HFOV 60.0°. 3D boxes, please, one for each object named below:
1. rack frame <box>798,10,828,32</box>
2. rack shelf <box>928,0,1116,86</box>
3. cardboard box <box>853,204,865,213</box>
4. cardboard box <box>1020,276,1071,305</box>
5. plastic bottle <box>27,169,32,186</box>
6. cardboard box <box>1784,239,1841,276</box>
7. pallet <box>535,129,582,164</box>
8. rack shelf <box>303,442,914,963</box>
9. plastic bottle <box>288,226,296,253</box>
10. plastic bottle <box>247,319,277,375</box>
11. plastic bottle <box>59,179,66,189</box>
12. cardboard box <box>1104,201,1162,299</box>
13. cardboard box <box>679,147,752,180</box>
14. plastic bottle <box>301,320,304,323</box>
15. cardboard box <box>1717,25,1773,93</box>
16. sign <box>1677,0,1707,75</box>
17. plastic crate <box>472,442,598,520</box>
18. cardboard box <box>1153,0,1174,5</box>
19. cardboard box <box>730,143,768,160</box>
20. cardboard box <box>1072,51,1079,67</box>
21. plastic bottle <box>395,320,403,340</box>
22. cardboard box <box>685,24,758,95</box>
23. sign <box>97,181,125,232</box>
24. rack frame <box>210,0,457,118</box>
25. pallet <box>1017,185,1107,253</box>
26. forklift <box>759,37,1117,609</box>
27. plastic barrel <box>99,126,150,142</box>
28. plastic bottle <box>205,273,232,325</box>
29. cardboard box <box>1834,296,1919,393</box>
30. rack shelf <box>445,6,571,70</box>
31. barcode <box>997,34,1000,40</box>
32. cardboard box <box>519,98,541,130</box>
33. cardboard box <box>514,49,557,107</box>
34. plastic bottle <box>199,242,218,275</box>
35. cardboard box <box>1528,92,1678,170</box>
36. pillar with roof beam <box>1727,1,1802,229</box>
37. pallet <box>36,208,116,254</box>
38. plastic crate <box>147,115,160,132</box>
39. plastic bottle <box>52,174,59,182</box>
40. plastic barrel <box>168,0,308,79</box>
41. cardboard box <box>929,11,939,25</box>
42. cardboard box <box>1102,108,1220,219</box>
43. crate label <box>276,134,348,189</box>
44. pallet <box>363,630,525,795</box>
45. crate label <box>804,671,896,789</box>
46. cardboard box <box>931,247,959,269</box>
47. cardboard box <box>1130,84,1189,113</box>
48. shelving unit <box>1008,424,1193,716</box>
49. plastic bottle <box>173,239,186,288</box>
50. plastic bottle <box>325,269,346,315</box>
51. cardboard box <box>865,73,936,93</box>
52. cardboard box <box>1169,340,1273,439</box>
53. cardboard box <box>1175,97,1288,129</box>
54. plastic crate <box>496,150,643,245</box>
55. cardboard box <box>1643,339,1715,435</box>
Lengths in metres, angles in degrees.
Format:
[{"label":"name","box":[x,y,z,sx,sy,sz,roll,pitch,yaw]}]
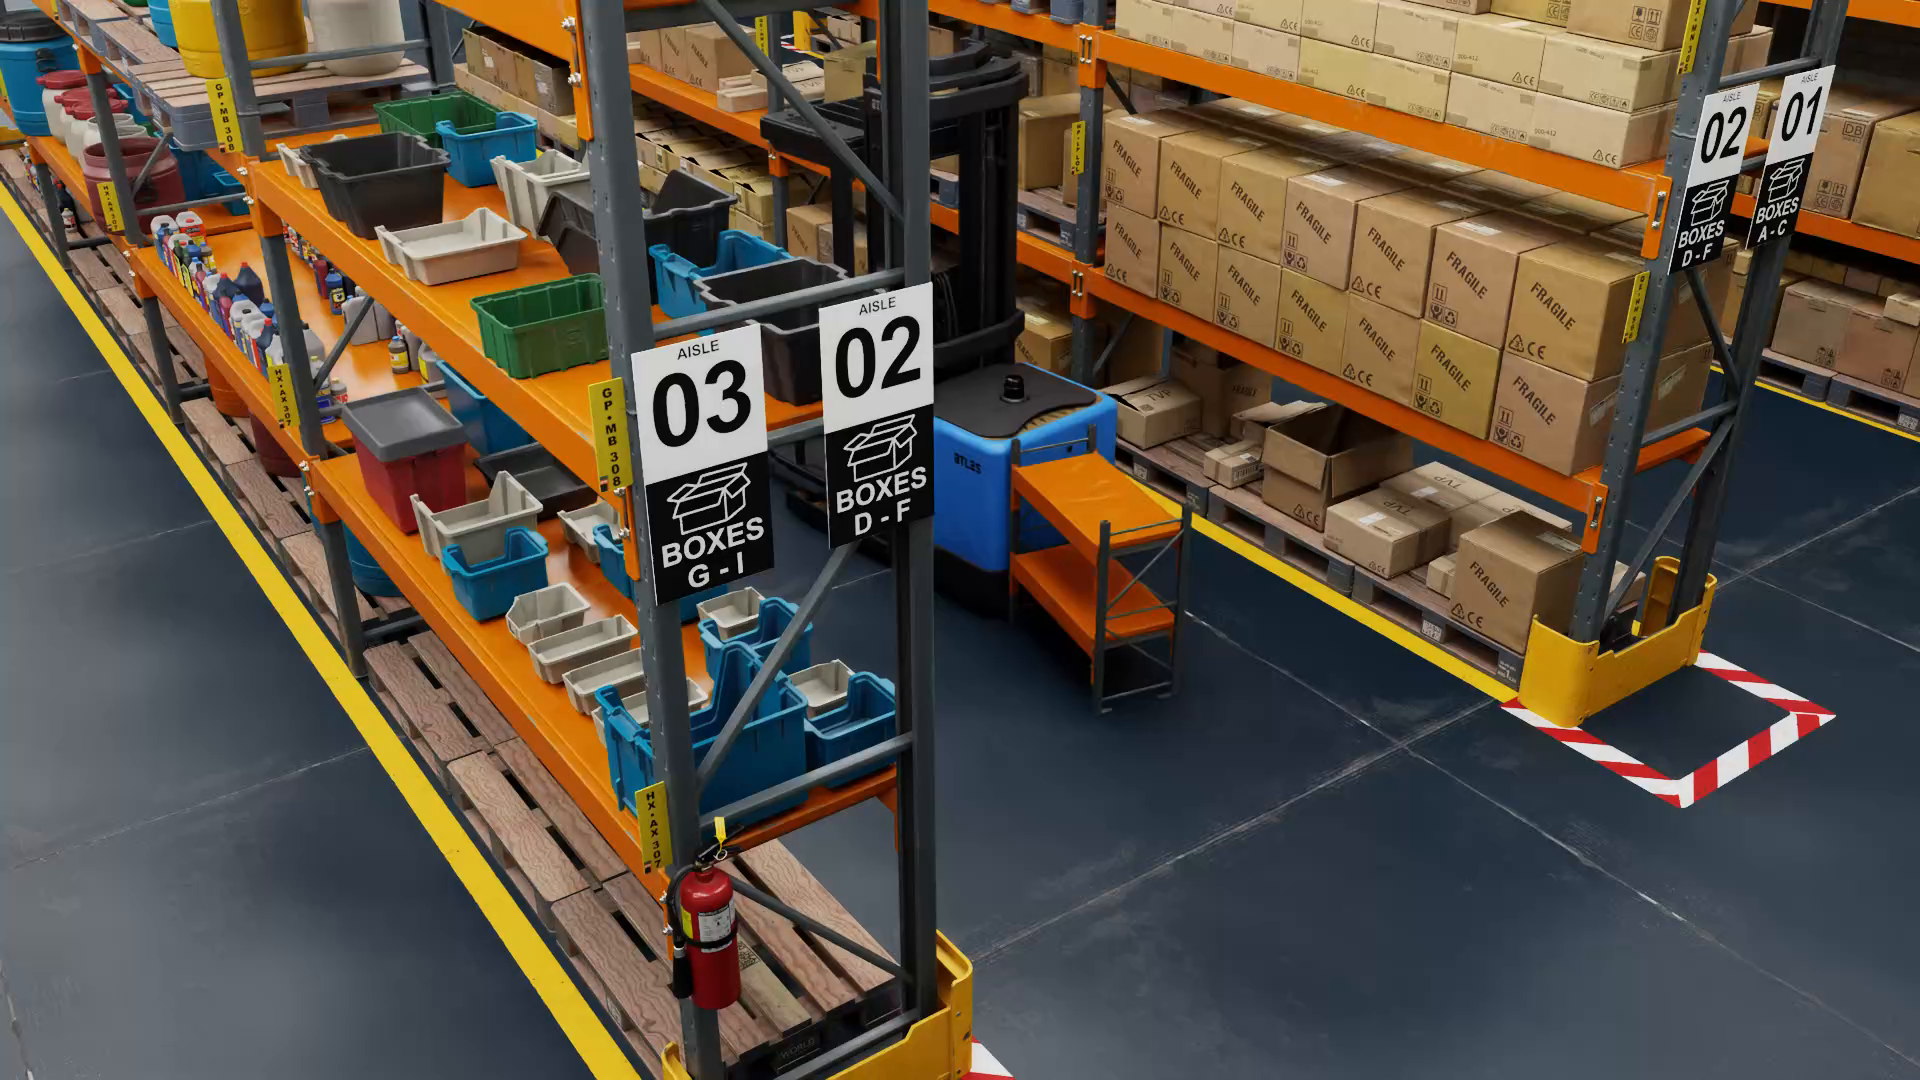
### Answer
[{"label":"rack frame","box":[-1.738,-8.138,22.091,1.000,3.000,0.127,-19,34,-31]},{"label":"rack shelf","box":[0.029,-3.880,11.861,1.077,0.370,4.000,-19,34,-31]},{"label":"cardboard box","box":[-1.196,-2.916,14.918,0.500,0.250,0.500,-19,34,-31]},{"label":"cardboard box","box":[0.789,-1.655,12.312,0.500,0.500,0.500,-18,33,-30]},{"label":"plastic bottle","box":[-8.951,-3.528,16.073,0.097,0.201,0.097,0,29,0]},{"label":"cardboard box","box":[6.407,-2.131,12.530,0.380,0.149,0.250,-19,34,-31]},{"label":"pallet","box":[-3.878,-4.305,17.956,1.003,0.211,1.213,-19,34,-31]},{"label":"rack shelf","box":[-1.688,0.363,7.192,1.077,0.370,4.000,-19,34,-31]},{"label":"plastic bottle","box":[-4.400,-2.019,11.033,0.097,0.201,0.097,0,29,0]},{"label":"plastic bottle","box":[-3.844,-1.078,9.221,0.152,0.276,0.135,-19,34,-31]},{"label":"plastic bottle","box":[-8.327,-3.249,15.475,0.061,0.283,0.133,-19,34,-31]},{"label":"cardboard box","box":[1.263,-1.870,10.446,0.500,0.500,0.500,-18,33,-29]},{"label":"cardboard box","box":[-2.233,-3.410,15.240,0.500,0.311,0.500,-19,34,-31]},{"label":"plastic bottle","box":[-3.637,-1.087,9.160,0.144,0.351,0.185,-19,34,-31]},{"label":"cardboard box","box":[3.424,-2.289,7.811,0.500,0.250,0.500,-19,34,-31]},{"label":"sign","box":[3.046,-2.106,6.915,0.100,0.325,0.005,-19,34,-31]},{"label":"plastic crate","box":[-1.980,-0.275,7.839,0.437,0.125,0.590,-19,34,-31]},{"label":"cardboard box","box":[1.269,-3.314,9.700,0.500,0.250,0.500,-19,34,-31]},{"label":"cardboard box","box":[-1.801,-3.563,15.522,0.500,0.311,0.500,-20,34,-32]},{"label":"cardboard box","box":[1.585,-5.354,18.338,0.500,0.250,0.500,-20,34,-32]},{"label":"plastic bottle","box":[-3.176,-1.199,9.523,0.097,0.201,0.097,0,29,0]},{"label":"cardboard box","box":[-2.118,-4.347,15.006,0.500,0.500,0.500,-21,35,-33]},{"label":"sign","box":[-5.612,-2.202,10.990,0.100,0.325,0.005,-19,34,-31]},{"label":"rack frame","box":[-2.848,-3.367,7.020,1.000,3.000,0.127,-19,34,-31]},{"label":"pallet","box":[0.815,-2.357,11.647,1.003,0.211,1.213,-19,34,-31]},{"label":"forklift","box":[-0.450,-1.515,9.969,1.130,2.935,3.031,-24,36,-36]},{"label":"plastic barrel","box":[-5.939,-2.675,11.916,0.421,0.512,0.421,0,29,0]},{"label":"plastic bottle","box":[-4.376,-1.434,9.877,0.152,0.276,0.135,-19,34,-31]},{"label":"cardboard box","box":[6.765,-1.443,11.943,0.700,0.500,0.500,-19,34,-31]},{"label":"rack shelf","box":[-4.611,-5.671,18.304,1.077,0.370,4.000,-19,34,-31]},{"label":"barcode","box":[0.464,-6.095,20.152,0.001,0.075,0.075,-19,34,-31]},{"label":"cardboard box","box":[-4.482,-4.693,18.190,0.500,0.250,0.500,-19,34,-31]},{"label":"cardboard box","box":[-4.472,-5.027,18.018,0.500,0.500,0.500,-19,34,-31]},{"label":"plastic bottle","box":[-4.821,-1.802,10.633,0.097,0.201,0.097,0,29,0]},{"label":"cardboard box","box":[2.997,-1.924,7.664,0.500,0.250,0.500,-19,34,-31]},{"label":"pillar with roof beam","box":[2.826,-4.885,9.815,9.100,9.000,0.400,-19,34,-31]},{"label":"pallet","box":[-7.844,-2.888,15.346,1.003,0.211,1.213,-19,34,-31]},{"label":"plastic crate","box":[-5.856,-3.026,12.612,0.402,0.464,0.583,-19,34,-31]},{"label":"plastic bottle","box":[-8.486,-3.272,15.524,0.152,0.276,0.135,-18,33,-30]},{"label":"plastic barrel","box":[-3.543,-2.614,8.140,0.600,0.588,0.600,0,29,0]},{"label":"cardboard box","box":[-0.695,-6.418,21.083,0.700,0.500,0.500,-21,35,-34]},{"label":"cardboard box","box":[1.233,-2.322,10.231,0.500,0.500,0.500,-18,33,-29]},{"label":"crate label","box":[-2.799,-1.662,7.301,0.293,0.136,0.466,-19,34,-31]},{"label":"pallet","box":[-2.390,0.770,8.610,1.003,0.211,1.213,-19,34,-31]},{"label":"crate label","box":[-0.403,0.685,5.958,0.416,0.233,0.303,-19,34,-31]},{"label":"cardboard box","box":[-0.198,-1.894,12.753,0.500,0.500,0.500,-20,34,-32]},{"label":"cardboard box","box":[2.238,-4.621,17.773,0.700,0.500,0.500,-19,34,-31]},{"label":"shelving unit","box":[0.712,0.139,8.816,0.538,1.125,1.048,-12,31,-21]},{"label":"plastic bottle","box":[-4.871,-1.732,10.418,0.061,0.283,0.133,-19,34,-31]},{"label":"plastic bottle","box":[-3.753,-1.498,9.999,0.097,0.271,0.097,0,29,0]},{"label":"cardboard box","box":[-0.299,-3.261,12.568,0.700,0.500,0.500,-12,31,-21]},{"label":"cardboard box","box":[1.751,-1.052,11.202,0.500,0.500,0.500,-19,34,-31]},{"label":"cardboard box","box":[1.693,-2.458,10.481,0.500,0.500,0.500,-19,34,-30]},{"label":"plastic crate","box":[-1.562,-1.388,6.644,0.437,0.282,0.530,-19,34,-31]},{"label":"cardboard box","box":[3.467,-0.834,8.539,0.500,0.500,0.500,-18,33,-30]}]
